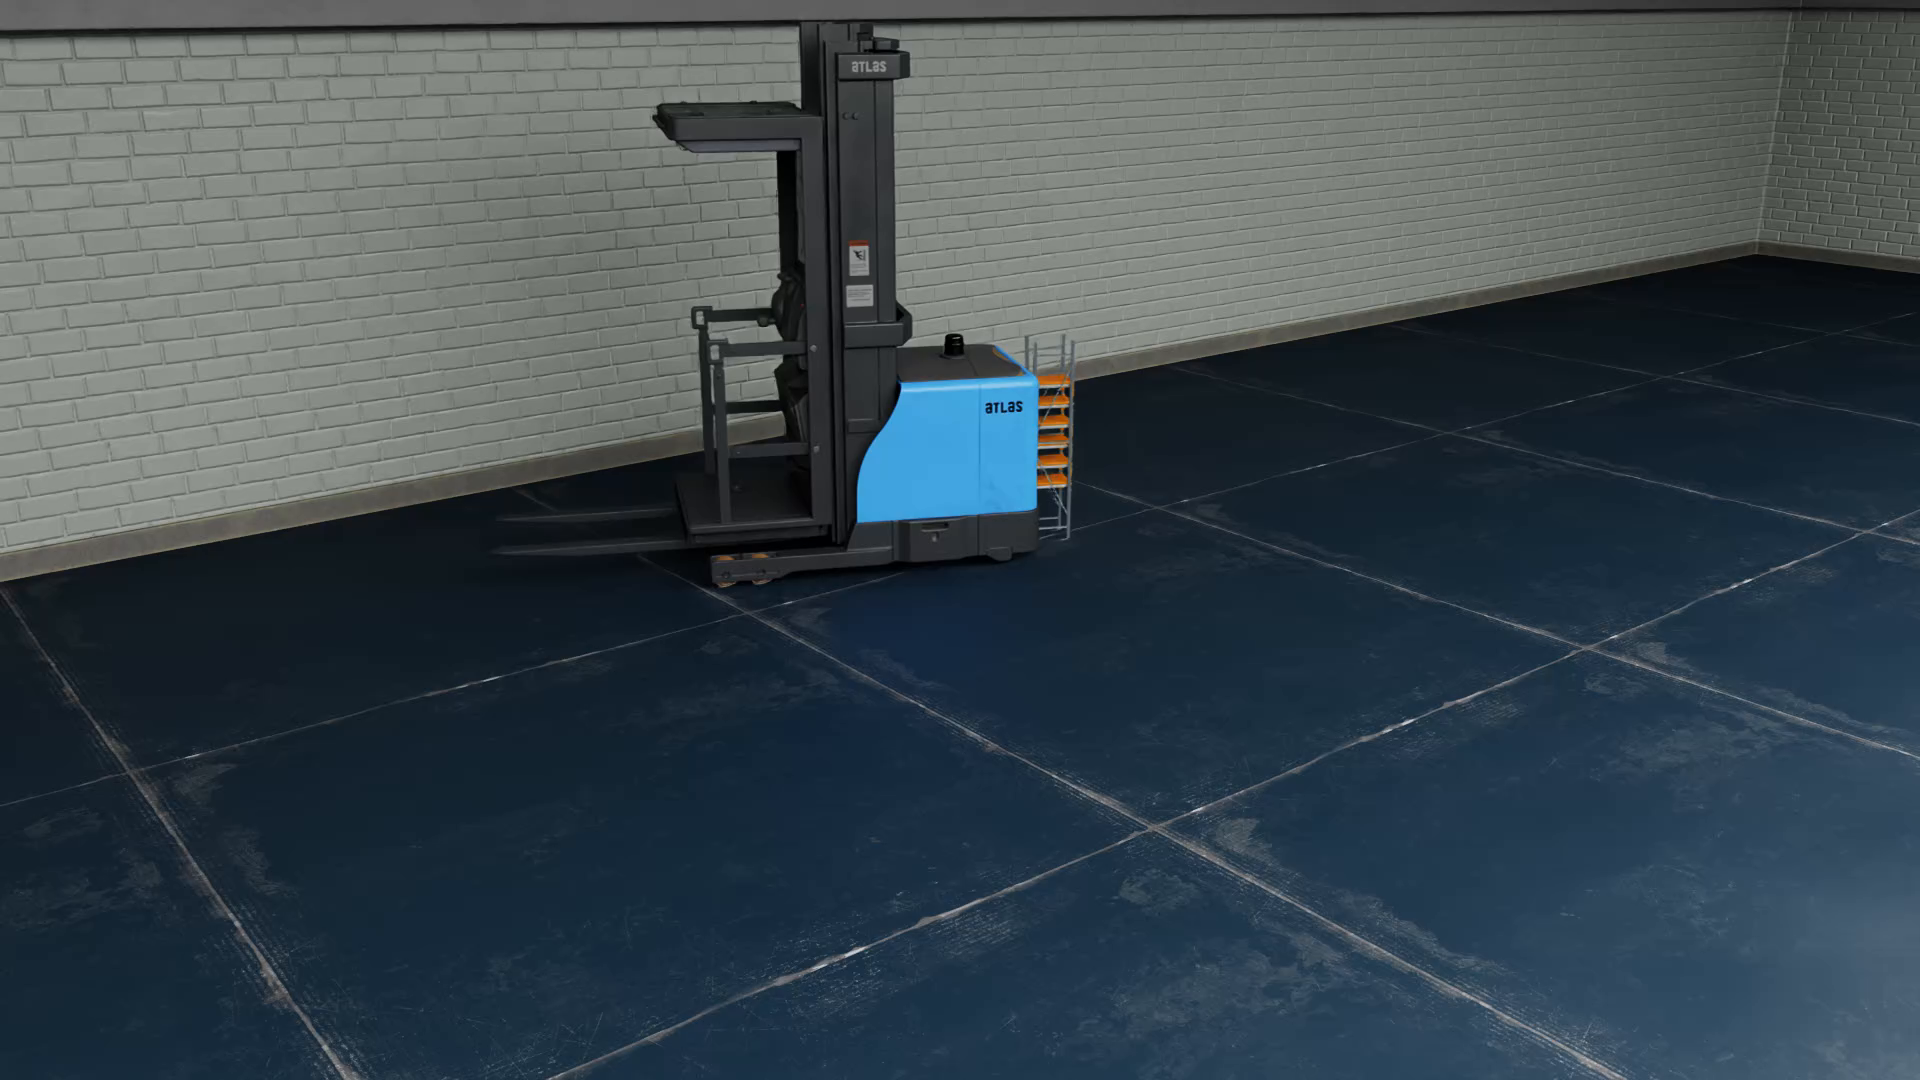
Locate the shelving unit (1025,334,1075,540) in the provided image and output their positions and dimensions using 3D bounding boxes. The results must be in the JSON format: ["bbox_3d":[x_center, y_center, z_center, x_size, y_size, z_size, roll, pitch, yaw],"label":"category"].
[{"bbox_3d":[0.515,-0.591,9.738,0.258,1.200,0.189,-4,19,-12],"label":"shelving unit"}]

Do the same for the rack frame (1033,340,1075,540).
[{"bbox_3d":[0.535,-0.563,9.654,0.240,1.200,0.006,-4,19,-12],"label":"rack frame"}]

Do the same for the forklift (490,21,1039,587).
[{"bbox_3d":[-1.122,-1.316,9.174,3.031,2.935,1.130,-4,19,-12],"label":"forklift"}]

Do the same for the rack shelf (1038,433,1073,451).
[{"bbox_3d":[0.514,-0.549,9.752,0.258,0.103,0.180,-4,19,-12],"label":"rack shelf"}]

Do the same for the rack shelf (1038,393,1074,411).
[{"bbox_3d":[0.515,-0.777,9.677,0.258,0.103,0.180,-4,19,-12],"label":"rack shelf"}]

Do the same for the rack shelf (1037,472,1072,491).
[{"bbox_3d":[0.514,-0.321,9.827,0.258,0.103,0.180,-4,19,-12],"label":"rack shelf"}]

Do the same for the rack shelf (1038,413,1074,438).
[{"bbox_3d":[0.515,-0.663,9.715,0.258,0.103,0.180,-4,19,-12],"label":"rack shelf"}]

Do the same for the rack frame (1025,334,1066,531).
[{"bbox_3d":[0.494,-0.619,9.823,0.240,1.200,0.006,-4,19,-12],"label":"rack frame"}]

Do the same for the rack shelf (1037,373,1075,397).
[{"bbox_3d":[0.516,-0.891,9.639,0.258,0.103,0.180,-4,19,-12],"label":"rack shelf"}]

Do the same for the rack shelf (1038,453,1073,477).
[{"bbox_3d":[0.514,-0.435,9.790,0.258,0.103,0.180,-4,19,-12],"label":"rack shelf"}]
